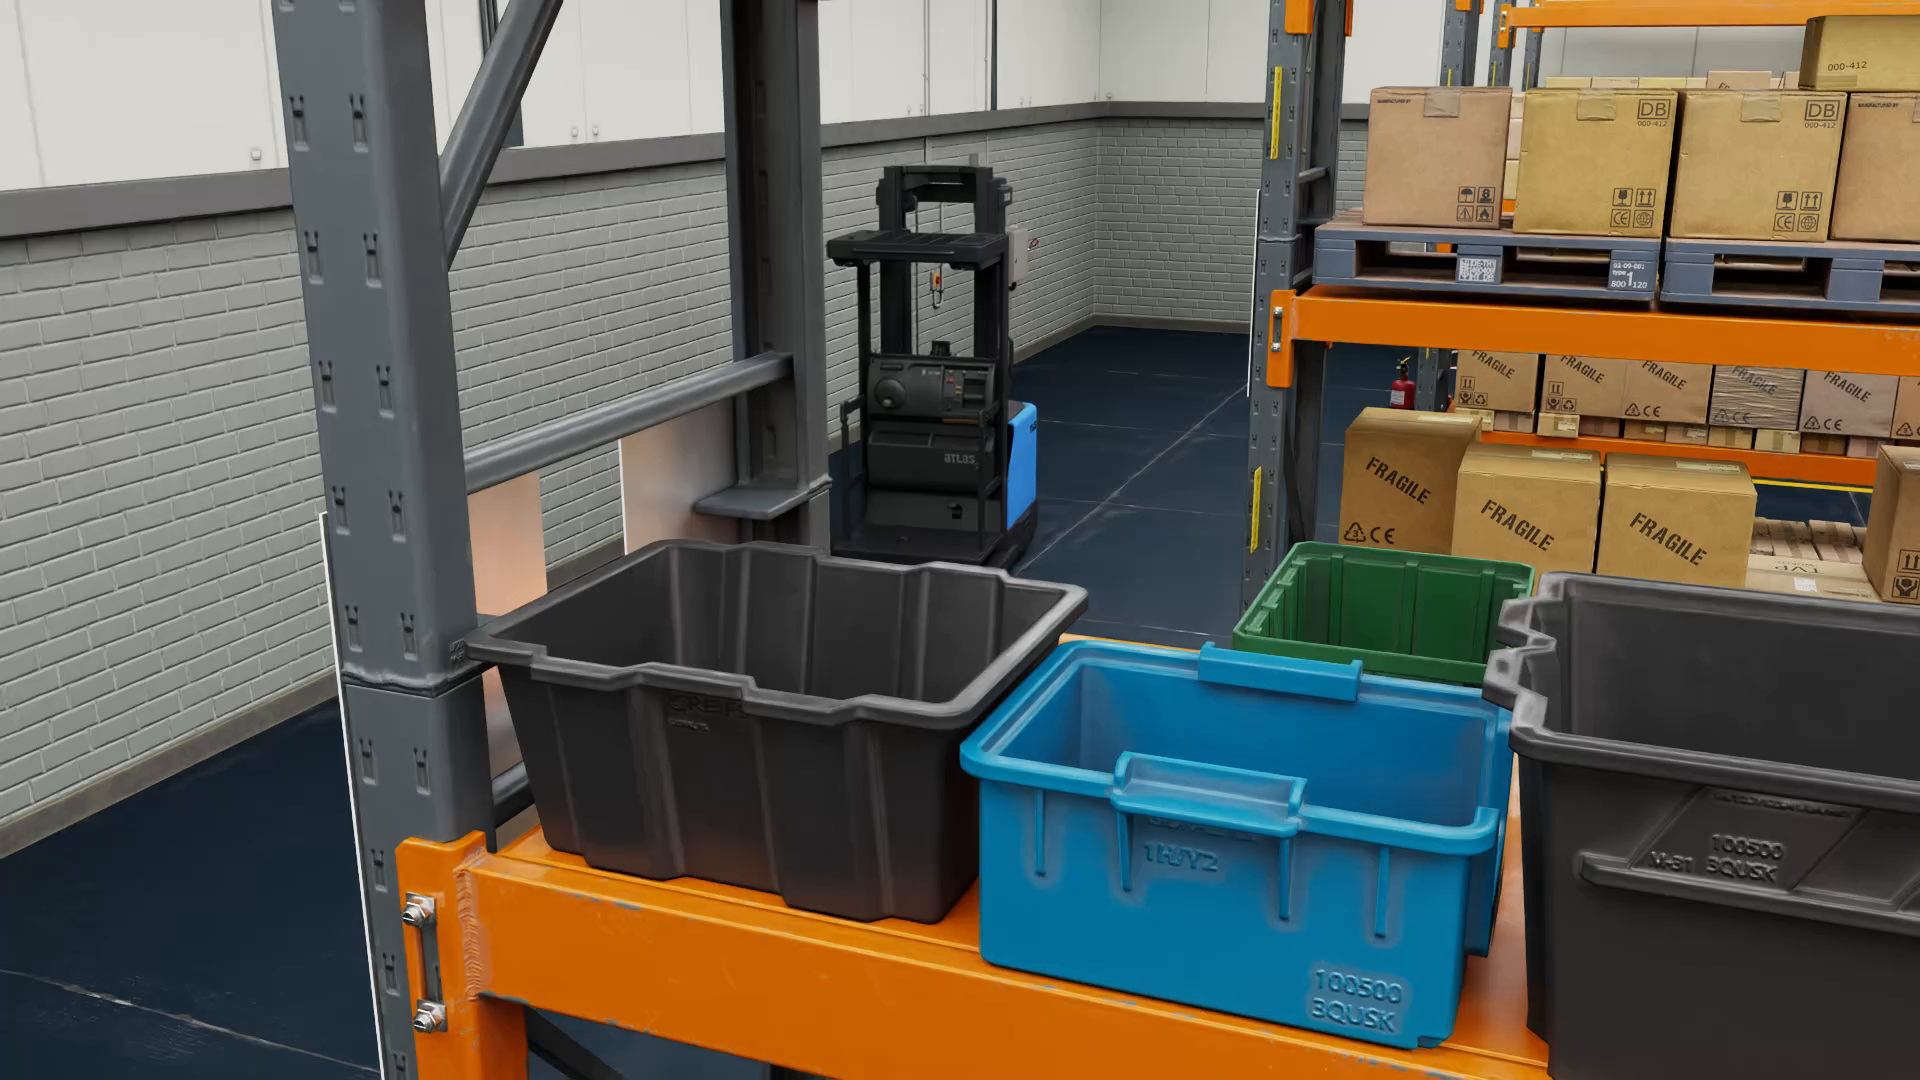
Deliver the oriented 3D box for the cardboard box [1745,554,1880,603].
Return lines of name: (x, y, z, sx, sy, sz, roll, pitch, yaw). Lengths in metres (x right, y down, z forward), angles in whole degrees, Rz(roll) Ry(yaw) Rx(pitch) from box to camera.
cardboard box: (3.346, 0.259, 6.636, 0.500, 0.250, 0.500, 6, 17, 21)

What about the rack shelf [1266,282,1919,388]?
rack shelf: (3.228, -0.697, 6.106, 4.000, 0.370, 1.077, 6, 17, 21)

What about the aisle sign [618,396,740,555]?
aisle sign: (-0.410, 0.146, 2.628, 0.004, 0.787, 0.394, 6, 17, 21)

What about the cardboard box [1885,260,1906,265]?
cardboard box: (5.726, -1.563, 10.670, 0.500, 0.500, 0.500, 7, 17, 22)

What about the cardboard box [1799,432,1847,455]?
cardboard box: (5.432, -0.655, 10.501, 0.250, 0.149, 0.380, 6, 17, 20)

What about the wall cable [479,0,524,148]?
wall cable: (-2.628, -5.705, 10.915, 0.120, 5.999, 2.277, 6, 17, 21)

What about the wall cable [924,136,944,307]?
wall cable: (-0.251, -3.451, 17.802, 0.123, 1.953, 0.585, 6, 17, 21)

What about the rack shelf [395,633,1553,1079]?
rack shelf: (1.410, 0.587, 1.681, 4.000, 0.370, 1.077, 6, 17, 21)

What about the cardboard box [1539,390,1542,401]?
cardboard box: (3.906, -0.967, 11.575, 0.250, 0.149, 0.380, 6, 17, 21)

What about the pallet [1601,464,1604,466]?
pallet: (5.776, -0.976, 16.158, 1.213, 0.211, 1.003, 6, 17, 21)

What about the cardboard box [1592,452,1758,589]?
cardboard box: (2.664, -0.016, 6.239, 0.500, 0.500, 0.500, 6, 17, 19)

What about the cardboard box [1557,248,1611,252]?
cardboard box: (4.269, -1.720, 11.211, 0.500, 0.500, 0.500, 6, 17, 19)

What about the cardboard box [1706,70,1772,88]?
cardboard box: (6.823, -3.870, 14.633, 0.500, 0.500, 0.500, 7, 17, 22)

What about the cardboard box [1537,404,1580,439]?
cardboard box: (3.945, -0.787, 10.956, 0.250, 0.149, 0.380, 6, 17, 19)

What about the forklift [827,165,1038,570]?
forklift: (-0.260, -1.094, 11.683, 1.130, 2.935, 3.031, 4, 17, 14)

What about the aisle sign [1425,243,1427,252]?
aisle sign: (3.103, -2.261, 10.919, 0.004, 0.787, 0.394, 6, 17, 21)

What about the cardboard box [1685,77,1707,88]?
cardboard box: (8.558, -5.151, 18.997, 0.500, 0.250, 0.500, 7, 18, 22)

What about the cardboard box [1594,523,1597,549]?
cardboard box: (4.132, -0.004, 11.099, 0.250, 0.149, 0.380, 6, 17, 20)

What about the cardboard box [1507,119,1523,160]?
cardboard box: (3.603, -2.578, 10.666, 0.500, 0.250, 0.500, 7, 17, 22)

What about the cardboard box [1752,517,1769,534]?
cardboard box: (5.313, -0.048, 11.250, 0.250, 0.149, 0.380, 6, 17, 21)

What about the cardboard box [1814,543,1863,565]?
cardboard box: (5.590, 0.149, 10.573, 0.250, 0.149, 0.380, 5, 17, 18)

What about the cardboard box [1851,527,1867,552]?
cardboard box: (6.019, 0.042, 10.943, 0.250, 0.149, 0.380, 6, 17, 19)

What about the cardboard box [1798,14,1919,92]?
cardboard box: (3.242, -1.696, 5.798, 0.500, 0.250, 0.500, 6, 17, 19)

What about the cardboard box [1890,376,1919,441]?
cardboard box: (5.966, -0.894, 10.161, 0.500, 0.500, 0.500, 6, 17, 19)

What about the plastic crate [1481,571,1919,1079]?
plastic crate: (0.870, 0.295, 1.510, 0.767, 0.338, 0.504, 6, 17, 21)

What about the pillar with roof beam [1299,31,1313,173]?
pillar with roof beam: (3.064, -5.939, 17.490, 0.400, 9.000, 9.100, 6, 17, 21)

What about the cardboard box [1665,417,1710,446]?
cardboard box: (4.698, -0.730, 10.758, 0.250, 0.149, 0.380, 6, 17, 20)

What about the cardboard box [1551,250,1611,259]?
cardboard box: (4.073, -1.589, 10.761, 0.500, 0.500, 0.500, 7, 18, 22)

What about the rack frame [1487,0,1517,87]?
rack frame: (5.003, -5.258, 15.145, 0.127, 3.000, 1.000, 6, 17, 21)

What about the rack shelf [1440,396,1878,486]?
rack shelf: (5.141, -0.533, 10.919, 4.000, 0.370, 1.077, 6, 17, 21)

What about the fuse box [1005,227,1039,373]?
fuse box: (0.656, -2.859, 19.952, 0.414, 1.711, 0.539, 6, 17, 21)

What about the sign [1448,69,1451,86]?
sign: (3.082, -2.802, 10.499, 0.005, 0.325, 0.100, 6, 17, 21)

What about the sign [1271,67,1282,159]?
sign: (1.158, -1.562, 6.083, 0.005, 0.325, 0.100, 6, 17, 21)

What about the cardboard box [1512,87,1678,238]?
cardboard box: (2.350, -1.417, 6.182, 0.500, 0.500, 0.700, 6, 17, 19)

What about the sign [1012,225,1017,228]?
sign: (0.644, -3.581, 20.300, 0.001, 0.494, 0.329, 6, 17, 21)

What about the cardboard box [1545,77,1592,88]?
cardboard box: (7.142, -5.306, 19.528, 0.500, 0.250, 0.500, 6, 17, 20)

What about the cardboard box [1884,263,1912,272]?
cardboard box: (5.512, -1.430, 10.214, 0.500, 0.500, 0.500, 7, 18, 22)

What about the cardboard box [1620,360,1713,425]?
cardboard box: (4.556, -1.055, 10.714, 0.500, 0.500, 0.500, 7, 17, 21)

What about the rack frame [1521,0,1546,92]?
rack frame: (6.821, -6.546, 19.581, 0.127, 3.000, 1.000, 6, 17, 21)
